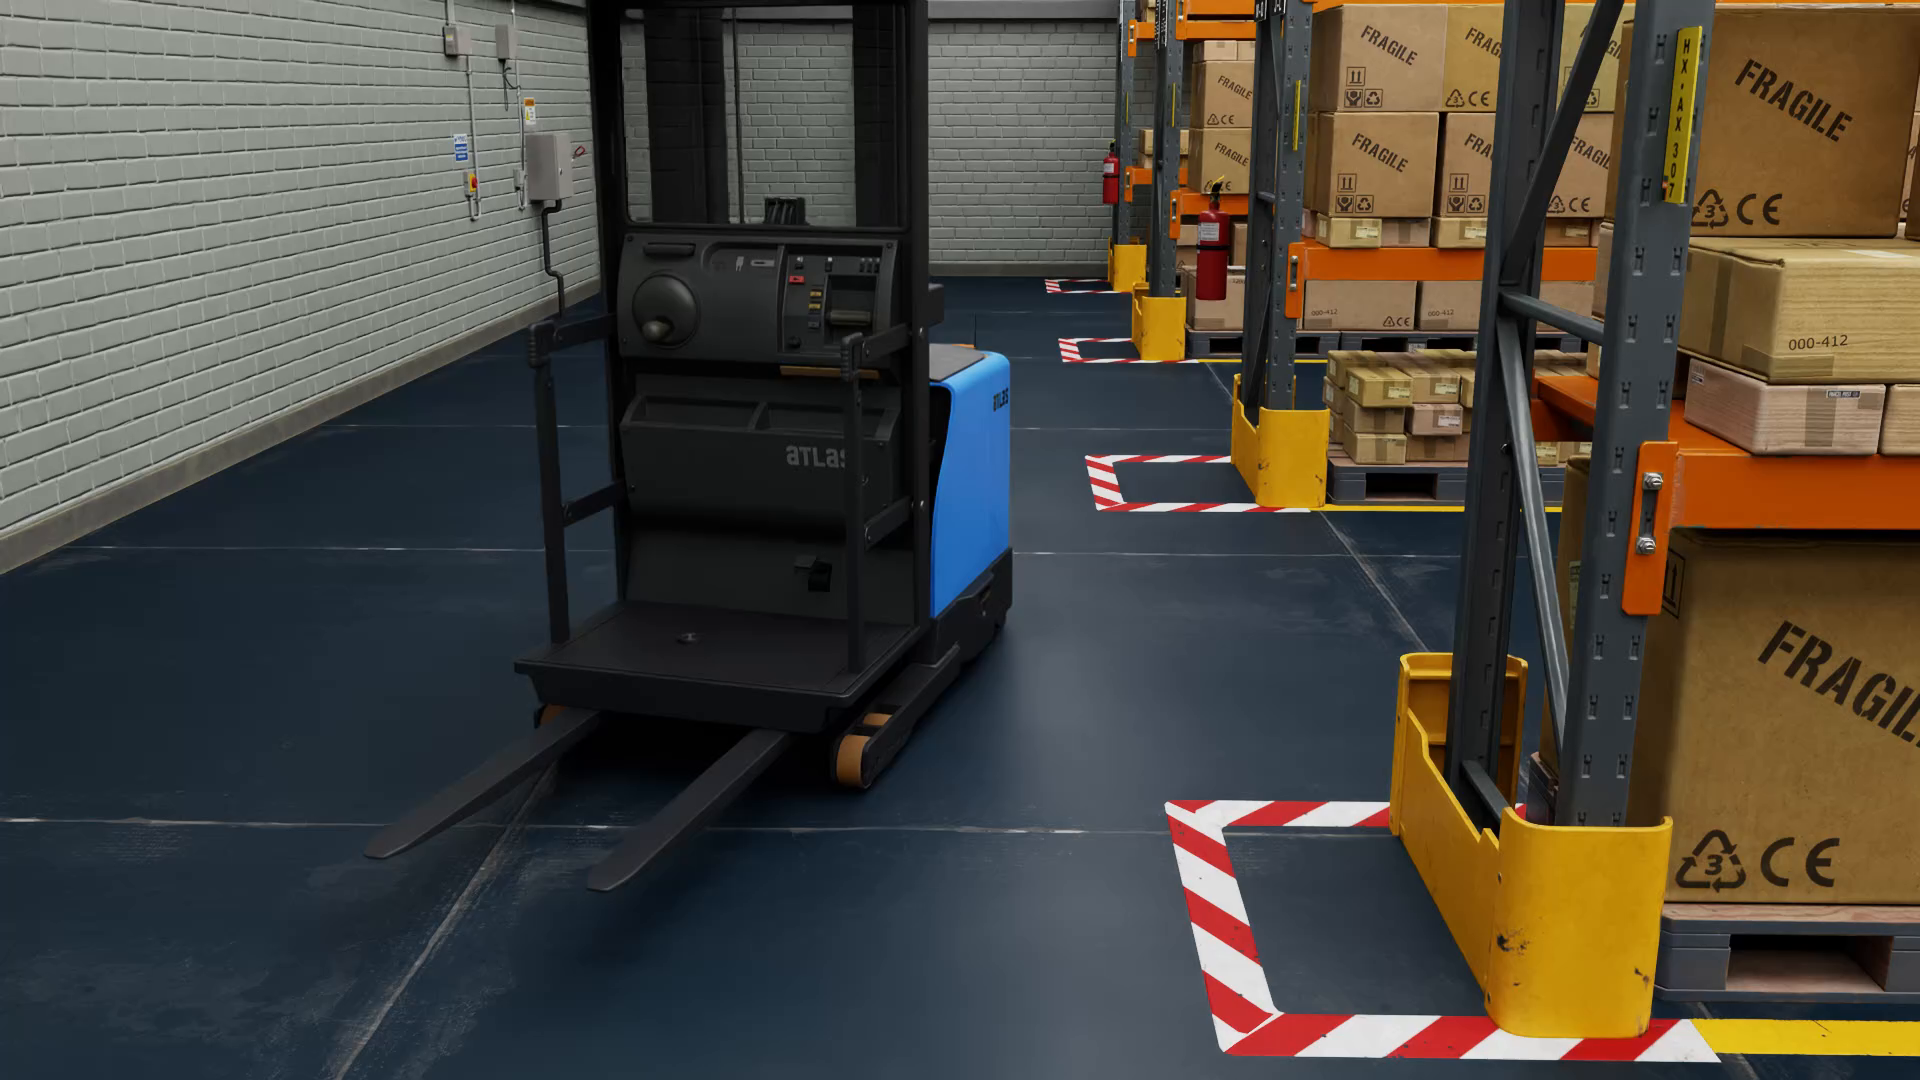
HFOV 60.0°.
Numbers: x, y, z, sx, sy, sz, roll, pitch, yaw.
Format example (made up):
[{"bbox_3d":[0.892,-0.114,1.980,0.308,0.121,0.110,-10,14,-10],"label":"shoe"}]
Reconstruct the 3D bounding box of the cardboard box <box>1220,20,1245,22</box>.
[{"bbox_3d":[2.860,-5.531,17.537,0.250,0.149,0.380,1,15,3],"label":"cardboard box"}]

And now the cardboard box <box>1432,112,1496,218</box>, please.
[{"bbox_3d":[2.611,-1.885,8.327,0.500,0.500,0.500,0,15,2],"label":"cardboard box"}]

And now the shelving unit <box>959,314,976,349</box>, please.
[{"bbox_3d":[-0.054,-0.508,7.707,0.252,1.050,0.215,0,15,1],"label":"shelving unit"}]

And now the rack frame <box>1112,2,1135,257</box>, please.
[{"bbox_3d":[1.782,-4.292,18.230,0.127,3.000,1.000,0,15,1],"label":"rack frame"}]

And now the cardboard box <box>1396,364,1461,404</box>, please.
[{"bbox_3d":[2.427,-0.815,8.647,0.250,0.149,0.380,1,15,2],"label":"cardboard box"}]

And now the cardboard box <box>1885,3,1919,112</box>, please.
[{"bbox_3d":[4.638,-2.349,8.125,0.500,0.500,0.500,0,15,0],"label":"cardboard box"}]

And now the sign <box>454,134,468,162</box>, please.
[{"bbox_3d":[-4.041,-3.176,13.469,0.001,0.218,0.327,0,15,1],"label":"sign"}]

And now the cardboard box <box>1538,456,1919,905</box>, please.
[{"bbox_3d":[2.048,0.309,4.132,0.875,0.875,0.875,0,15,1],"label":"cardboard box"}]

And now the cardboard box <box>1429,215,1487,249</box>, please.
[{"bbox_3d":[2.472,-1.550,8.327,0.250,0.149,0.380,0,15,0],"label":"cardboard box"}]

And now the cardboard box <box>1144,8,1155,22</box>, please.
[{"bbox_3d":[2.095,-5.560,17.646,0.250,0.149,0.380,1,15,3],"label":"cardboard box"}]

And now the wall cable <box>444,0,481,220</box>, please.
[{"bbox_3d":[-3.979,-3.564,13.415,0.123,1.953,0.585,0,15,1],"label":"wall cable"}]

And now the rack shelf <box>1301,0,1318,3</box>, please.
[{"bbox_3d":[3.633,-2.853,8.304,4.000,0.370,1.077,0,15,1],"label":"rack shelf"}]

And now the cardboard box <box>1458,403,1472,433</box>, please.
[{"bbox_3d":[2.670,-0.668,8.674,0.250,0.149,0.380,1,15,2],"label":"cardboard box"}]

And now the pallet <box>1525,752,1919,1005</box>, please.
[{"bbox_3d":[2.207,0.834,4.264,1.213,0.211,1.003,0,15,1],"label":"pallet"}]

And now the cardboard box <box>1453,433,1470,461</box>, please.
[{"bbox_3d":[2.661,-0.522,8.705,0.250,0.149,0.380,1,15,2],"label":"cardboard box"}]

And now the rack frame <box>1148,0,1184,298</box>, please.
[{"bbox_3d":[1.659,-3.027,13.432,0.127,3.000,1.000,0,15,1],"label":"rack frame"}]

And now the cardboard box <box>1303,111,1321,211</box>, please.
[{"bbox_3d":[2.089,-2.018,8.831,0.500,0.500,0.500,1,15,3],"label":"cardboard box"}]

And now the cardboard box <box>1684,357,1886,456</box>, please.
[{"bbox_3d":[1.752,-0.291,3.557,0.250,0.149,0.380,1,15,2],"label":"cardboard box"}]

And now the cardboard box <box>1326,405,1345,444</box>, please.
[{"bbox_3d":[2.165,-0.638,9.143,0.250,0.149,0.380,1,15,2],"label":"cardboard box"}]

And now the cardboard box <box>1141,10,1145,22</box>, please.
[{"bbox_3d":[2.108,-5.678,18.095,0.250,0.149,0.380,1,15,3],"label":"cardboard box"}]

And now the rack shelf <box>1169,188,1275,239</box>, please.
[{"bbox_3d":[3.658,-2.666,13.474,4.000,0.370,1.077,0,15,1],"label":"rack shelf"}]

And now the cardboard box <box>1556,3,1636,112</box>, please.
[{"bbox_3d":[3.100,-2.358,8.158,0.500,0.500,0.500,0,15,0],"label":"cardboard box"}]

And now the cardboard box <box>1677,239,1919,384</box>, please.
[{"bbox_3d":[1.879,-0.499,3.561,0.500,0.250,0.500,0,15,0],"label":"cardboard box"}]

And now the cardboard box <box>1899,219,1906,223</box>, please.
[{"bbox_3d":[4.559,-1.568,8.397,0.250,0.149,0.380,0,15,0],"label":"cardboard box"}]

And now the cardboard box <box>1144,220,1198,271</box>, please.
[{"bbox_3d":[2.391,-3.260,18.388,0.637,0.503,0.797,0,15,-1],"label":"cardboard box"}]

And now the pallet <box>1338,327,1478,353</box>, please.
[{"bbox_3d":[3.677,-1.684,13.810,1.213,0.211,1.003,0,15,1],"label":"pallet"}]

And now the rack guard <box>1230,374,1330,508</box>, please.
[{"bbox_3d":[1.710,-0.554,8.961,0.348,0.500,1.175,0,15,1],"label":"rack guard"}]

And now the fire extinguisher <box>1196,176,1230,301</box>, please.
[{"bbox_3d":[1.394,-1.665,9.154,0.183,0.674,0.296,0,15,1],"label":"fire extinguisher"}]

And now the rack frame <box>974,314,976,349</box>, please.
[{"bbox_3d":[0.068,-0.507,7.704,0.008,1.050,0.200,0,15,1],"label":"rack frame"}]

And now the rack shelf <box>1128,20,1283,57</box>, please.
[{"bbox_3d":[3.781,-5.382,17.889,4.000,0.370,1.077,0,15,1],"label":"rack shelf"}]

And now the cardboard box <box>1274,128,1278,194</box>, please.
[{"bbox_3d":[2.638,-3.002,13.144,0.500,0.500,0.500,0,15,1],"label":"cardboard box"}]

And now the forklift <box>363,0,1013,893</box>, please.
[{"bbox_3d":[-0.705,-0.779,5.048,1.130,2.935,3.031,4,15,16],"label":"forklift"}]

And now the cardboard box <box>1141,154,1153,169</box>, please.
[{"bbox_3d":[2.104,-4.099,17.988,0.250,0.149,0.380,0,15,1],"label":"cardboard box"}]

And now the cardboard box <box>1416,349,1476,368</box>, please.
[{"bbox_3d":[2.681,-0.951,9.165,0.250,0.149,0.380,0,15,0],"label":"cardboard box"}]

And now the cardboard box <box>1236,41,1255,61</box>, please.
[{"bbox_3d":[2.271,-3.816,12.995,0.250,0.149,0.380,1,15,3],"label":"cardboard box"}]

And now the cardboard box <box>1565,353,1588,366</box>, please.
[{"bbox_3d":[3.469,-0.916,9.031,0.250,0.149,0.380,0,15,0],"label":"cardboard box"}]

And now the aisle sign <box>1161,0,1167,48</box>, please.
[{"bbox_3d":[1.580,-4.210,12.821,0.004,0.787,0.394,0,15,1],"label":"aisle sign"}]

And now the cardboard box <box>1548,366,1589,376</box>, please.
[{"bbox_3d":[3.203,-0.796,8.575,0.250,0.149,0.380,1,15,4],"label":"cardboard box"}]

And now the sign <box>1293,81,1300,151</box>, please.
[{"bbox_3d":[1.620,-2.044,8.010,0.005,0.325,0.100,0,15,1],"label":"sign"}]

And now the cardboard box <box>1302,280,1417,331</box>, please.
[{"bbox_3d":[3.236,-2.008,13.771,0.875,0.438,0.875,1,15,3],"label":"cardboard box"}]

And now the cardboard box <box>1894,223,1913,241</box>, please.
[{"bbox_3d":[2.404,-0.632,4.065,0.500,0.250,0.500,0,15,0],"label":"cardboard box"}]

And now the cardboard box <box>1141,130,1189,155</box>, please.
[{"bbox_3d":[2.229,-4.292,17.939,0.500,0.250,0.500,0,15,2],"label":"cardboard box"}]
